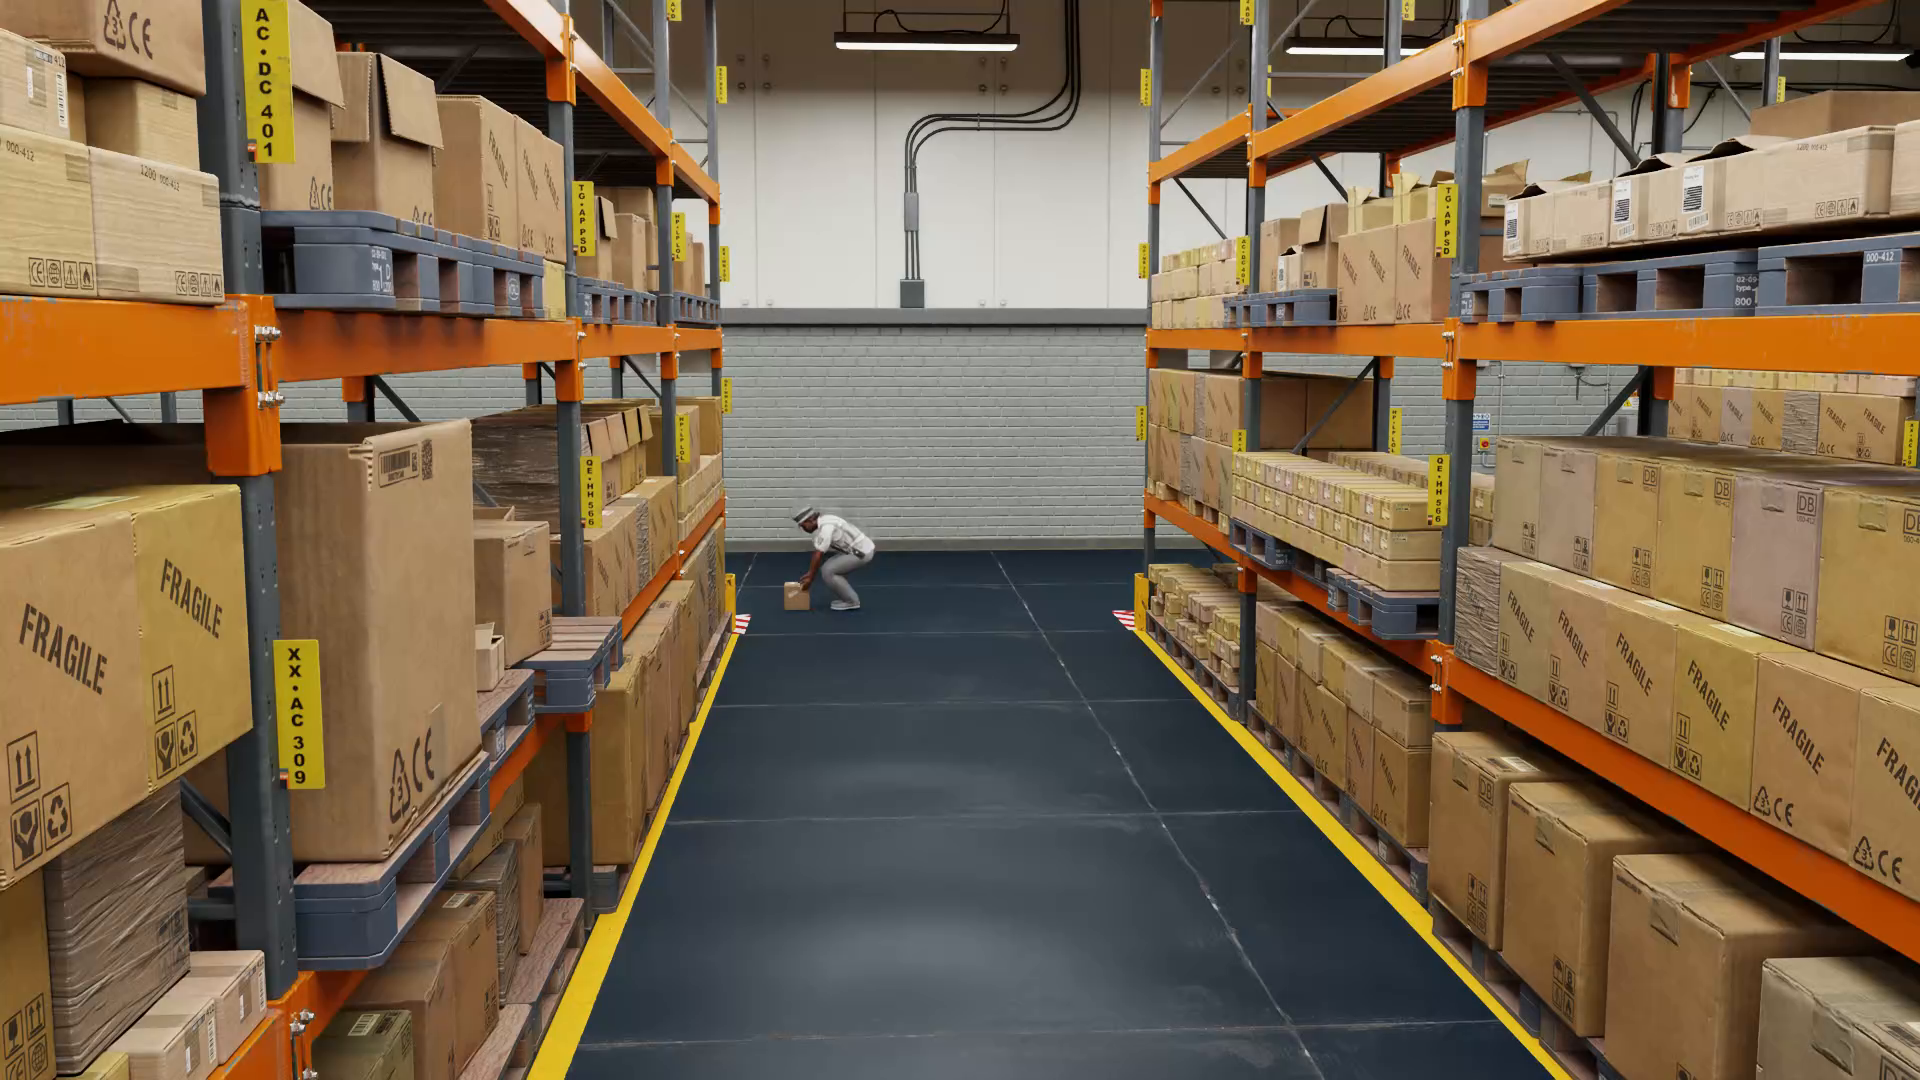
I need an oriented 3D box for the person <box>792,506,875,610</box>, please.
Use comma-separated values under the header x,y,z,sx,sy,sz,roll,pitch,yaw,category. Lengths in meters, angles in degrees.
x,y,z,sx,sy,sz,roll,pitch,yaw,category
-1.278,0.174,16.853,0.841,1.057,0.490,0,7,-4,person
